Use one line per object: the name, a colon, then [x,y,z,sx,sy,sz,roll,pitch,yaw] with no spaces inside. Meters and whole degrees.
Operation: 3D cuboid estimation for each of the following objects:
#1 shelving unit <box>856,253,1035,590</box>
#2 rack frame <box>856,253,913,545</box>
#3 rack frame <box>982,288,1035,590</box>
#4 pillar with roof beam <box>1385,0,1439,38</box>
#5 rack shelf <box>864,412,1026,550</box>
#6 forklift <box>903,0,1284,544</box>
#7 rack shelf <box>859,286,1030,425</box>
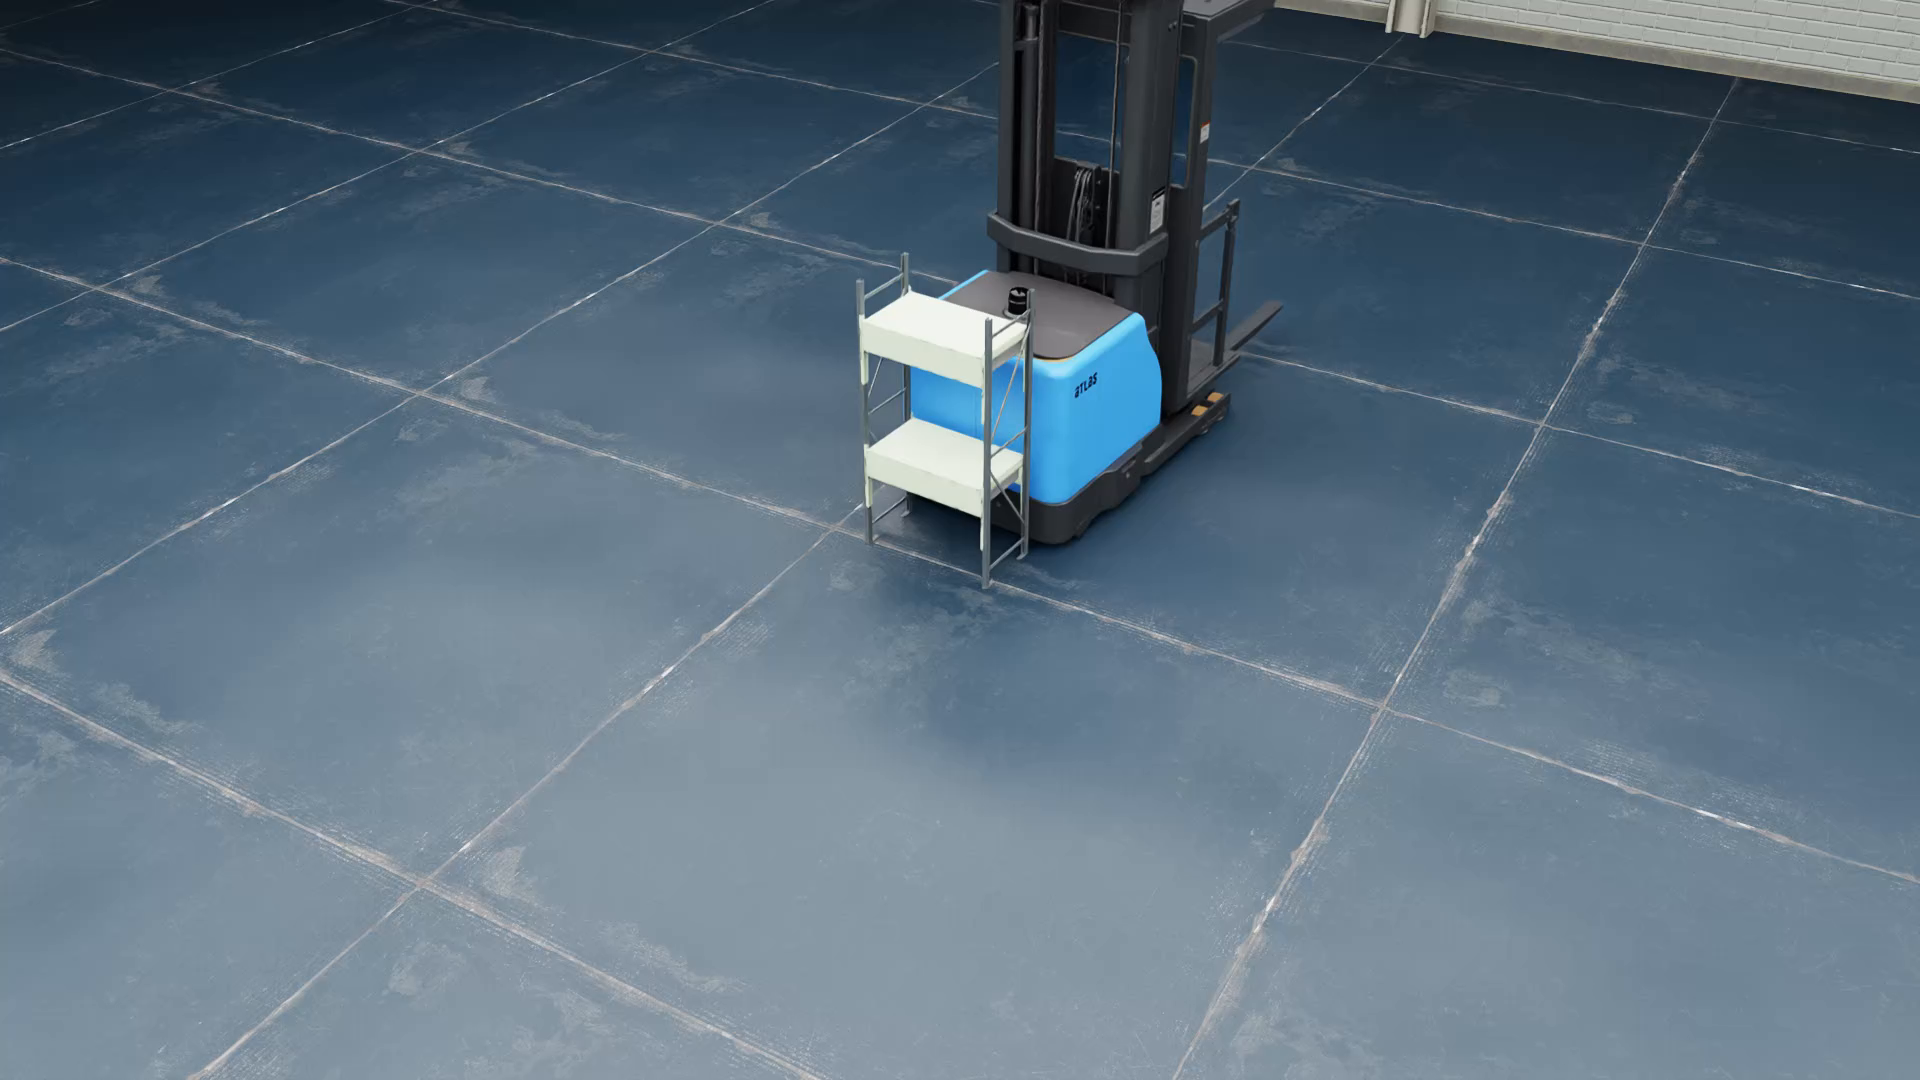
shelving unit: [-0.071,-0.579,8.266,0.755,1.500,0.431,21,39,28]
rack frame: [-0.374,-0.693,8.437,0.023,1.500,0.400,21,39,28]
rack frame: [0.233,-0.465,8.096,0.023,1.500,0.400,21,39,28]
pillar with roof beam: [2.244,-6.634,10.594,0.400,9.000,9.100,18,37,24]
rack shelf: [-0.071,-0.308,8.447,0.720,0.370,0.431,21,39,28]
forklift: [0.936,-1.971,9.066,1.130,2.935,3.031,21,39,28]
rack shelf: [-0.071,-0.904,8.050,0.720,0.370,0.431,21,39,28]
